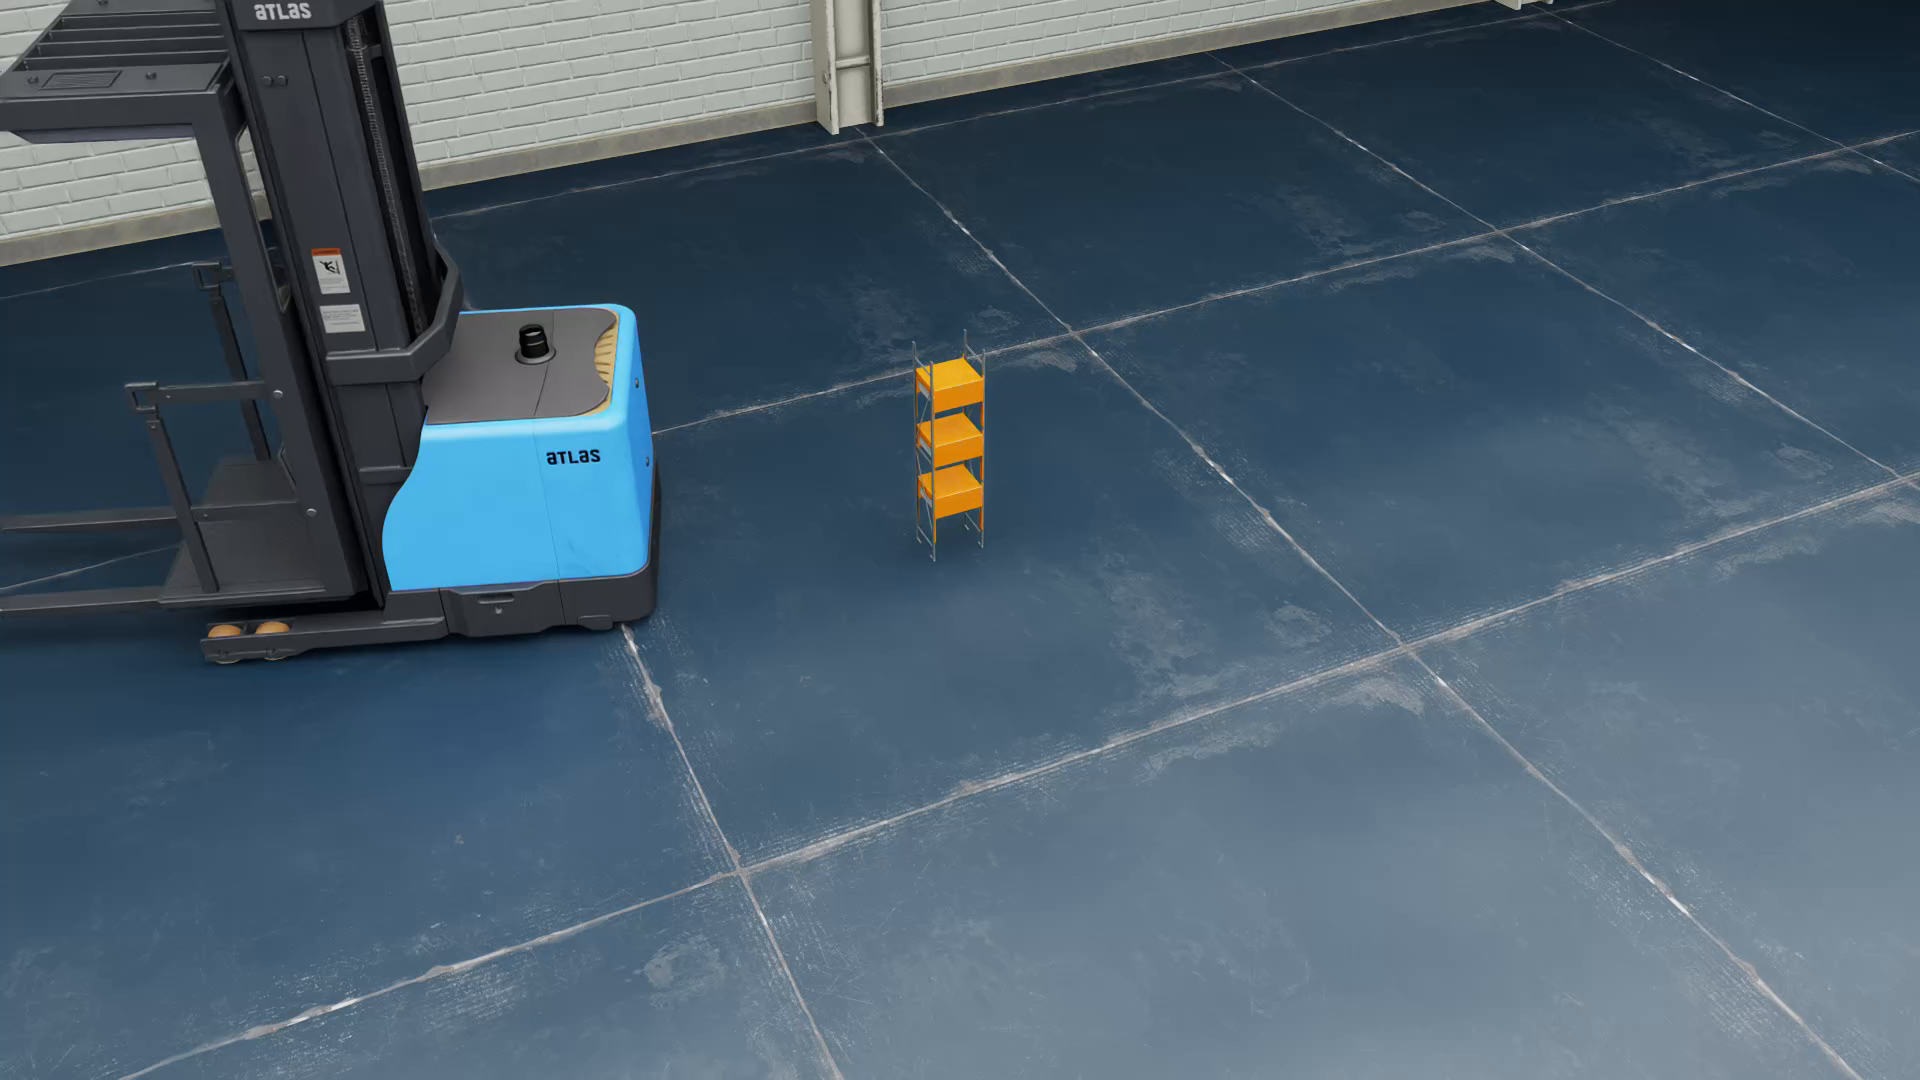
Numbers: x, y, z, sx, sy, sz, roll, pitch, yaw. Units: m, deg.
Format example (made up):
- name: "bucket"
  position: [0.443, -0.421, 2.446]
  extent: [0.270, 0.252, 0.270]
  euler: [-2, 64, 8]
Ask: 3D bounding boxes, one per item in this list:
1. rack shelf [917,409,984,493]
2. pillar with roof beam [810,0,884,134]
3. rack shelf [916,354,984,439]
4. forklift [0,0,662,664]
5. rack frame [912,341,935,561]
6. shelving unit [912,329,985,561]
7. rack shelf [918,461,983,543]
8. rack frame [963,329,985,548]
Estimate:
- name: "rack shelf"
  position: [-0.048, -0.400, 7.425]
  extent: [0.240, 0.259, 0.215]
  euler: [-16, 39, -20]
- name: "pillar with roof beam"
  position: [1.053, -4.241, 5.914]
  extent: [0.400, 9.000, 9.100]
  euler: [-16, 39, -20]
- name: "rack shelf"
  position: [-0.048, -0.628, 7.256]
  extent: [0.240, 0.259, 0.215]
  euler: [-16, 39, -20]
- name: "forklift"
  position: [-2.880, -0.987, 6.621]
  extent: [3.031, 2.935, 1.130]
  euler: [-4, 37, -5]
- name: "rack frame"
  position: [-0.159, -0.377, 7.377]
  extent: [0.008, 1.050, 0.200]
  euler: [-16, 39, -20]
- name: "shelving unit"
  position: [-0.048, -0.408, 7.419]
  extent: [0.252, 1.050, 0.215]
  euler: [-16, 39, -20]
- name: "rack shelf"
  position: [-0.048, -0.176, 7.591]
  extent: [0.240, 0.259, 0.215]
  euler: [-16, 39, -20]
- name: "rack frame"
  position: [0.062, -0.439, 7.461]
  extent: [0.008, 1.050, 0.200]
  euler: [-16, 39, -20]
